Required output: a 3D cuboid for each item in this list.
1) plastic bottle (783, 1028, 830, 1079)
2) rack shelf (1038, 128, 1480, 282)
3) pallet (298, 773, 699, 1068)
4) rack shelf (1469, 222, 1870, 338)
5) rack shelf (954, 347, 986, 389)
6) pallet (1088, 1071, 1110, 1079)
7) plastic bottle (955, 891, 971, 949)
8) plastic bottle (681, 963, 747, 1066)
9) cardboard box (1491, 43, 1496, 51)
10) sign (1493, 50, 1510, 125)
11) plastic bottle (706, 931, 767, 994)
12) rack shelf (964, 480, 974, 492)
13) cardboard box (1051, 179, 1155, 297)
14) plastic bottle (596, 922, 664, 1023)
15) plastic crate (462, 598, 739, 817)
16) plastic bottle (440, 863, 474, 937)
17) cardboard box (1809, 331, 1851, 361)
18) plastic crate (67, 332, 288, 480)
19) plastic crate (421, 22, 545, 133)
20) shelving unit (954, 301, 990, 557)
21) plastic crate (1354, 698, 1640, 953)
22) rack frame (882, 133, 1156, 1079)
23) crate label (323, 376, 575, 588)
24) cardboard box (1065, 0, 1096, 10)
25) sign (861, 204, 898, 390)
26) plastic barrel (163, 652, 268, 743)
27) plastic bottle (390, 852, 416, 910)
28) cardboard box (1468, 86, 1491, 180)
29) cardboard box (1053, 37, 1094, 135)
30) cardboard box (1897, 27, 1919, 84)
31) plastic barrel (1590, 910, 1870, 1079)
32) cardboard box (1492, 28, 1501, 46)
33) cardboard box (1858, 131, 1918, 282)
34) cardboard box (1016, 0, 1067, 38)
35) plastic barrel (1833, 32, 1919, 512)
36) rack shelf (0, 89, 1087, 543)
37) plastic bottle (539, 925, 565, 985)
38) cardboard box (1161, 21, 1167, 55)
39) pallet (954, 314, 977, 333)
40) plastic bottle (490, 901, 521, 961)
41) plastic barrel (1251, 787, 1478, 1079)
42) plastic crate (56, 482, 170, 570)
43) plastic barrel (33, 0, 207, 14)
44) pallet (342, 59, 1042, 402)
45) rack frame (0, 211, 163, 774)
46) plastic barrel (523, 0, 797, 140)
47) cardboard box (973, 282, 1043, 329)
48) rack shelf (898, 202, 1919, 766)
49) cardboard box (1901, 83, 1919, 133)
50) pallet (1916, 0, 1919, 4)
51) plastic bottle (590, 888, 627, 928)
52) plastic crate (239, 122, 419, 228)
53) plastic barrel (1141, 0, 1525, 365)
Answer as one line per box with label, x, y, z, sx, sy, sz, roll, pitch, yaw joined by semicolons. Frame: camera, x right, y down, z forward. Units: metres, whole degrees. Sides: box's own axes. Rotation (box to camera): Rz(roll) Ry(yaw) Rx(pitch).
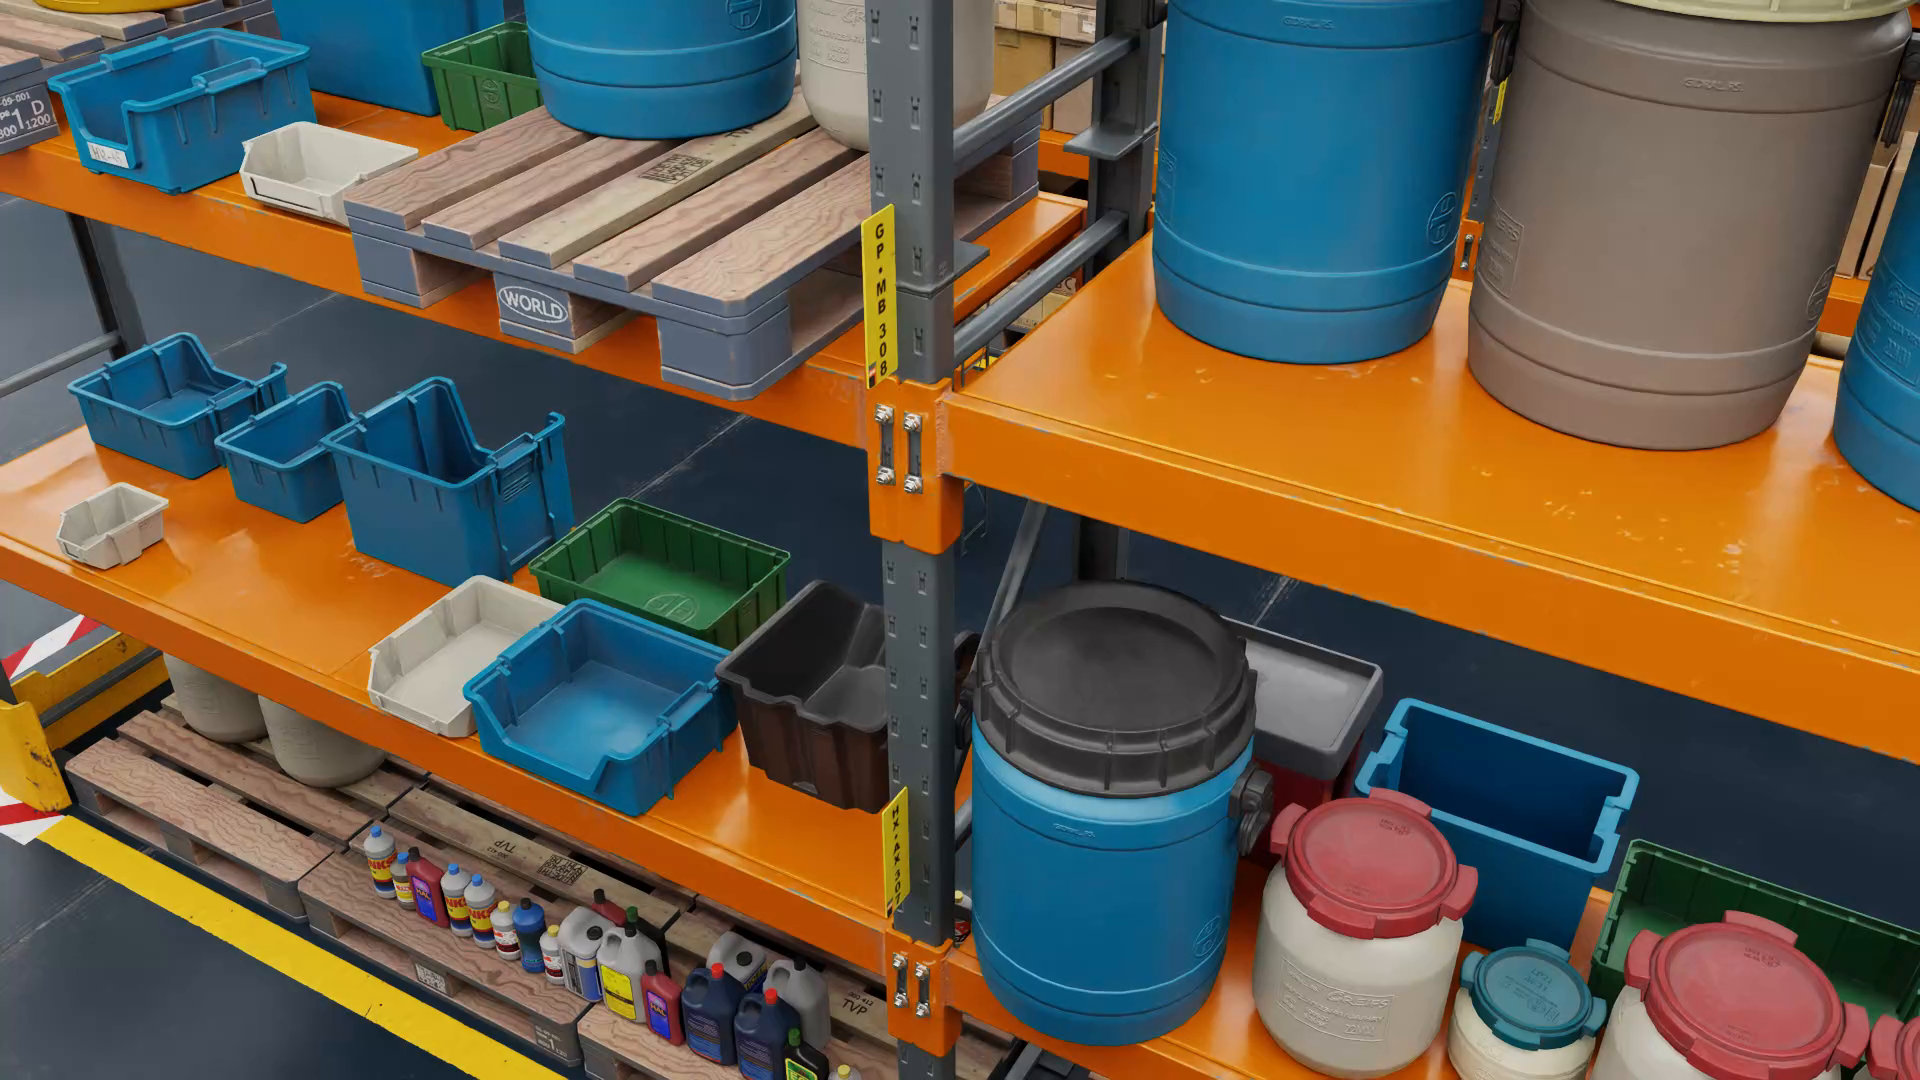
plastic bottle;-0.442;1.532;4.797;0.133;0.283;0.061;20;38;27
rack shelf;0.864;-2.075;8.809;4.000;0.370;1.077;18;37;24
pallet;-1.486;1.179;5.789;1.213;0.211;1.003;18;37;24
rack shelf;4.337;-0.975;7.157;4.000;0.370;1.077;18;37;24
rack shelf;-0.013;-0.766;7.248;0.180;0.103;0.258;18;37;24
pallet;0.841;1.916;4.682;1.213;0.211;1.003;18;37;24
plastic bottle;-0.008;1.213;5.350;0.097;0.201;0.097;0;34;0
plastic bottle;-0.729;1.386;4.955;0.185;0.351;0.144;16;37;22
cardboard box;2.463;-2.303;7.827;0.250;0.149;0.380;18;37;24
sign;2.327;-1.950;7.120;0.005;0.325;0.100;18;37;24
plastic bottle;-0.677;1.339;5.093;0.135;0.276;0.152;18;37;24
rack shelf;-0.013;-0.267;7.581;0.180;0.103;0.258;18;37;24
cardboard box;0.784;-1.599;8.870;0.500;0.500;0.500;18;37;24
plastic bottle;-1.010;1.297;5.088;0.185;0.351;0.144;17;37;24
plastic crate;-0.956;0.446;4.508;0.616;0.251;0.499;18;37;24
plastic bottle;-1.616;1.153;5.376;0.097;0.271;0.097;0;34;0
cardboard box;3.981;-0.836;7.896;0.500;0.311;0.500;17;37;24
plastic crate;-2.750;-0.486;5.908;0.616;0.251;0.499;18;37;24
plastic crate;-1.095;-1.167;4.281;0.450;0.188;0.336;18;37;24
shelving unit;-0.013;-0.503;7.423;0.189;1.200;0.258;18;37;24
plastic crate;1.252;0.718;3.979;0.575;0.384;0.392;18;37;24
rack frame;0.140;0.558;4.206;0.127;3.000;1.000;18;37;24
crate label;-1.601;-0.181;5.283;0.616;0.435;0.502;18;37;24
cardboard box;0.905;-2.939;8.197;0.500;0.500;0.700;18;38;24
sign;-0.143;-0.433;2.979;0.005;0.325;0.100;18;37;24
plastic barrel;-2.724;0.463;6.214;0.421;0.512;0.421;0;34;0
plastic bottle;-1.824;1.117;5.495;0.097;0.201;0.097;0;34;0
cardboard box;2.212;-1.985;7.935;0.500;0.500;0.700;17;37;23
cardboard box;0.872;-2.407;8.569;0.500;0.500;0.700;19;38;26
cardboard box;6.540;-3.209;11.045;0.500;0.250;0.500;16;37;23
plastic barrel;1.498;1.072;3.311;0.433;0.535;0.433;0;34;0
cardboard box;2.212;-2.525;7.575;0.500;0.500;0.700;18;38;25
cardboard box;4.152;-1.365;7.003;0.500;0.500;0.500;18;38;24
cardboard box;0.481;-2.672;8.380;0.250;0.149;0.380;17;37;24
plastic barrel;1.825;-0.504;2.642;0.708;0.901;0.600;18;37;24
rack shelf;-1.597;-0.941;4.400;4.000;0.370;1.077;18;37;24
plastic bottle;-1.265;1.294;5.229;0.097;0.201;0.097;0;34;0
cardboard box;1.157;-2.458;8.059;0.250;0.149;0.380;19;38;26
pallet;-0.187;-1.574;9.923;1.213;0.211;1.003;18;37;24
plastic bottle;-1.443;1.237;5.314;0.097;0.201;0.097;0;34;0
plastic barrel;0.861;0.870;3.614;0.433;0.535;0.433;0;34;0
plastic crate;-2.716;-0.031;5.329;0.250;0.136;0.298;18;37;24
plastic barrel;-2.280;-1.791;4.479;0.600;0.588;0.600;0;34;0
pallet;-0.535;-0.763;3.654;1.003;0.211;1.213;18;37;24
rack frame;-3.333;-0.542;5.858;0.127;3.000;1.000;18;37;24
plastic barrel;-0.671;-1.399;3.607;0.708;0.901;0.600;18;37;24
cardboard box;0.353;-1.427;9.289;0.500;0.250;0.500;18;37;24
rack shelf;1.876;0.159;2.748;4.000;0.370;1.077;18;37;24
cardboard box;6.599;-2.880;11.227;0.500;0.500;0.700;18;38;25
pallet;6.789;-3.554;10.554;1.213;0.211;1.003;18;37;24
plastic bottle;-1.096;1.227;5.254;0.133;0.283;0.061;18;37;24
plastic crate;-1.455;-0.828;3.818;0.396;0.136;0.243;18;37;24
plastic barrel;0.689;-0.864;3.182;0.708;0.901;0.600;18;37;24
